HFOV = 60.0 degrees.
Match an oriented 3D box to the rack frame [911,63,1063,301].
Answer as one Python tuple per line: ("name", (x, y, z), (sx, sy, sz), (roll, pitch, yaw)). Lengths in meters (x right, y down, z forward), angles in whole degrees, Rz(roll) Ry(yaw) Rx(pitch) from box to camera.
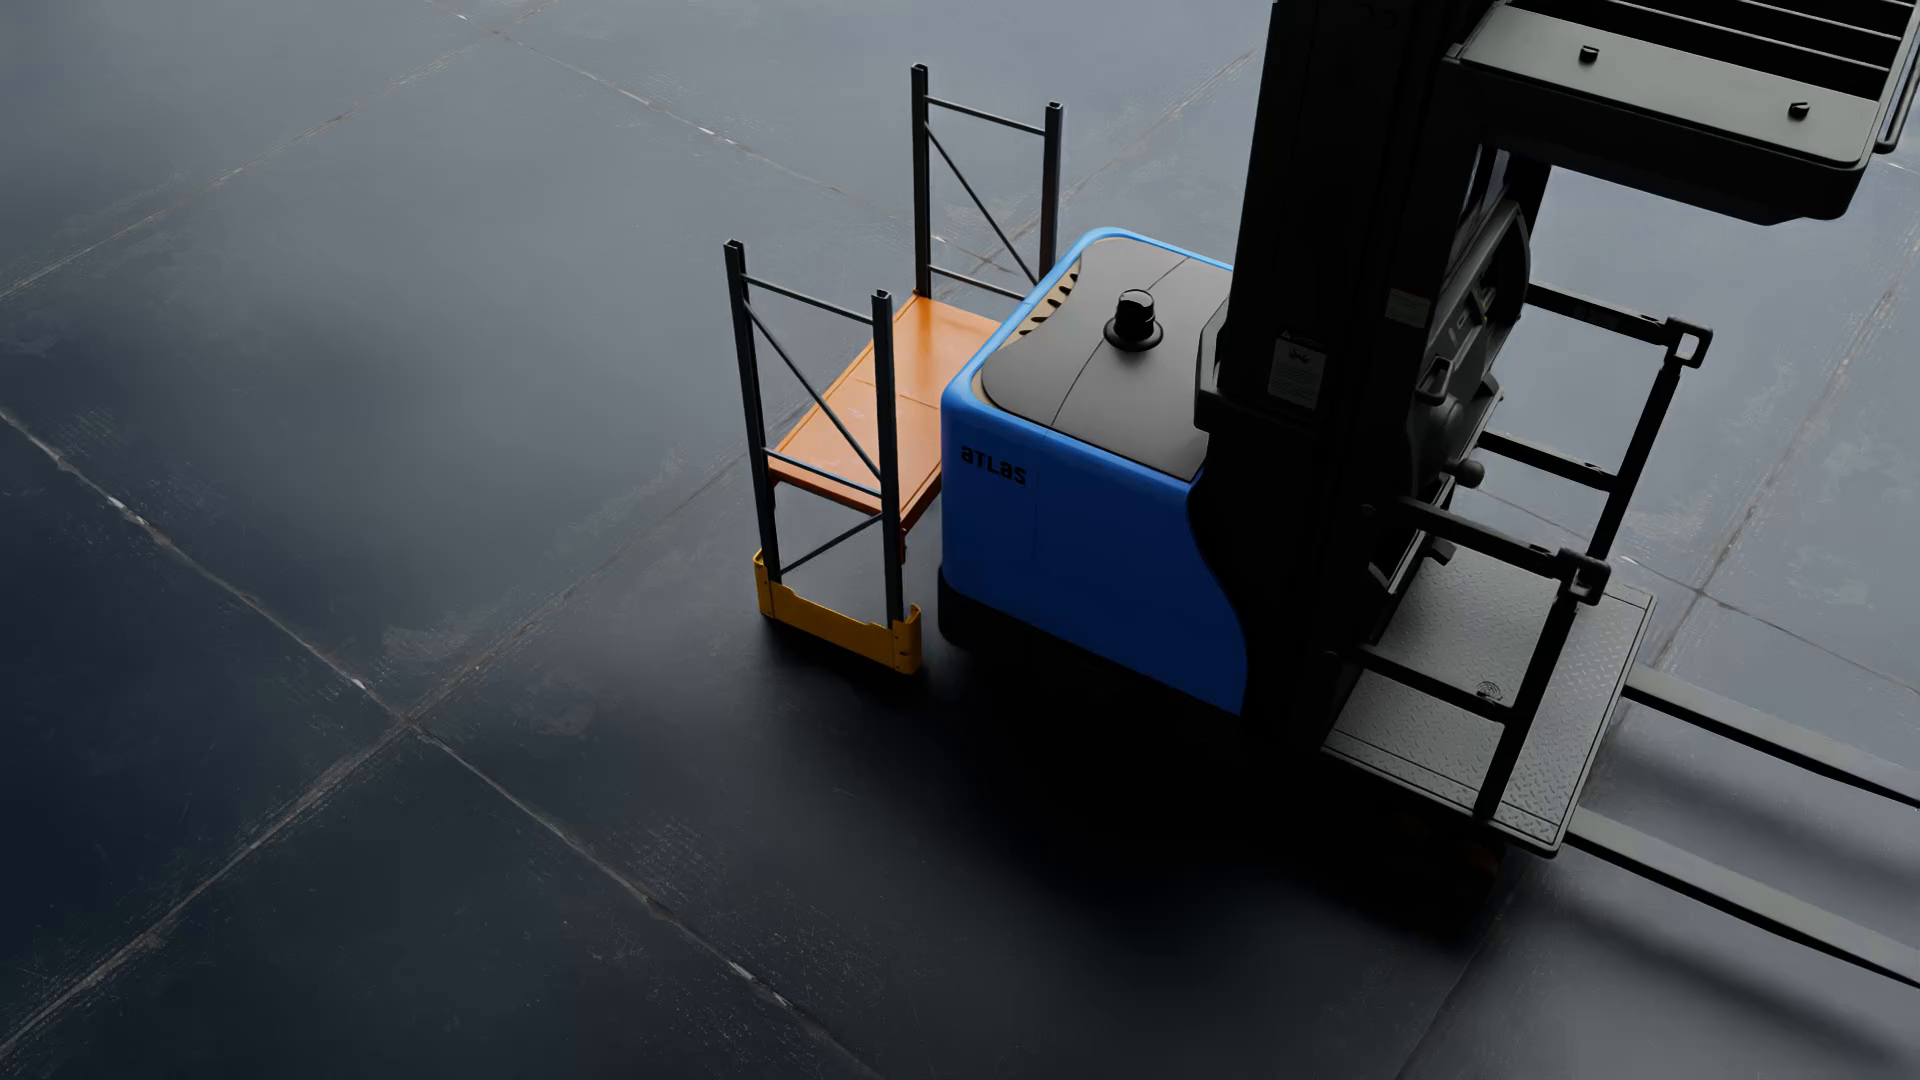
("rack frame", (0.078, -0.842, 5.517), (0.500, 1.500, 0.032), (21, 50, 19))

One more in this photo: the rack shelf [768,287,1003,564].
("rack shelf", (-0.163, -0.394, 5.338), (0.538, 0.185, 1.000), (21, 50, 19))

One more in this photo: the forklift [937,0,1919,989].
("forklift", (1.461, -0.436, 4.140), (3.031, 2.935, 1.130), (23, 51, 21))

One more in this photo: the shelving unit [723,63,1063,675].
("shelving unit", (-0.158, -0.524, 5.213), (0.587, 1.500, 1.083), (21, 50, 19))

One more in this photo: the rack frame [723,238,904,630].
("rack frame", (-0.403, -0.194, 4.898), (0.500, 1.500, 0.032), (21, 50, 19))

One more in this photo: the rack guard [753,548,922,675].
("rack guard", (-0.394, 0.225, 5.362), (0.587, 0.250, 0.087), (21, 50, 19))
